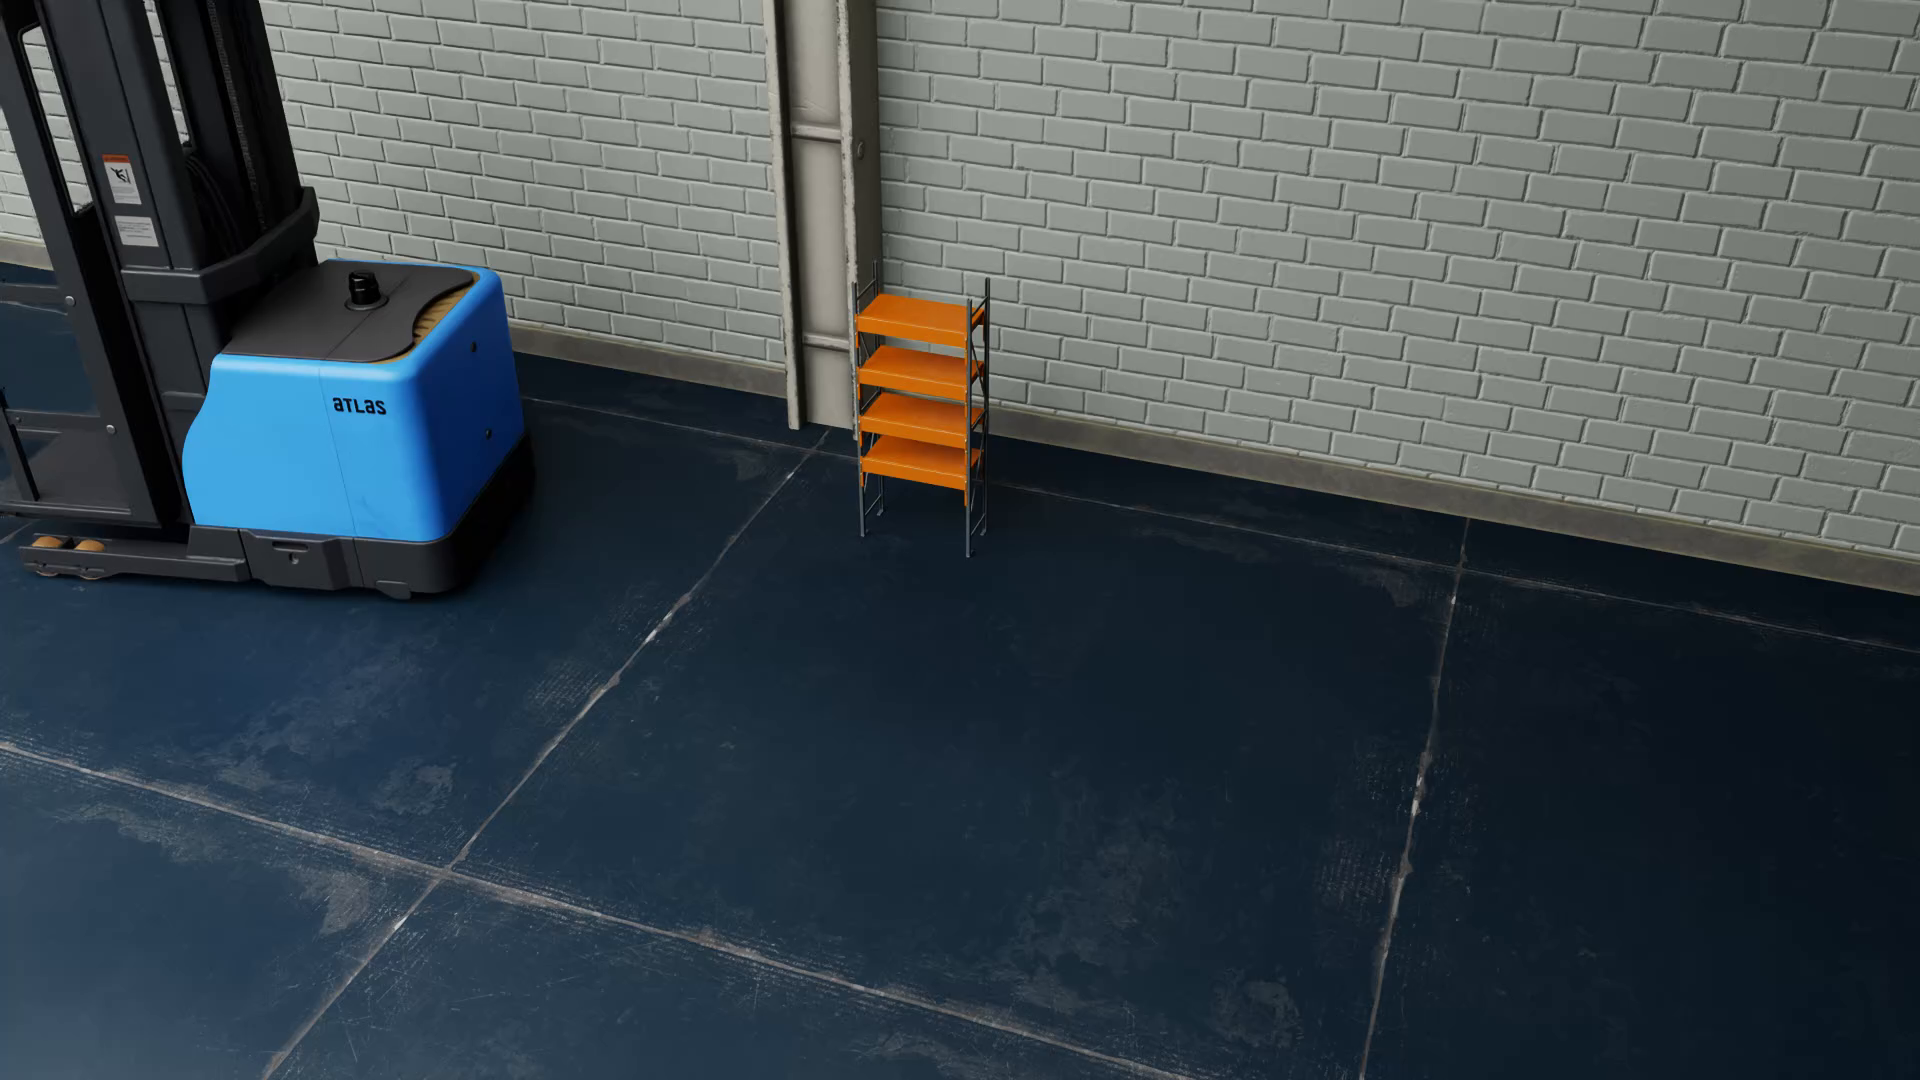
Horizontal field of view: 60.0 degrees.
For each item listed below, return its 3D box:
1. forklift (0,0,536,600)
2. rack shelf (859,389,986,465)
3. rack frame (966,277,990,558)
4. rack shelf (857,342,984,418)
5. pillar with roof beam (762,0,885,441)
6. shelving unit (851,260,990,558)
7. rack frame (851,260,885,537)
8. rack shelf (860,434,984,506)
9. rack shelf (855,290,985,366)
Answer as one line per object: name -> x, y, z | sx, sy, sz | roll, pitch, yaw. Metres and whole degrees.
forklift -> -3.491, -1.342, 6.626 | 3.031, 2.935, 1.130 | 4, 33, 7
rack shelf -> -0.156, -0.478, 7.008 | 0.480, 0.148, 0.258 | 11, 34, 16
rack frame -> 0.074, -0.490, 6.902 | 0.015, 1.200, 0.240 | 11, 34, 16
rack shelf -> -0.156, -0.666, 6.887 | 0.480, 0.148, 0.258 | 11, 34, 16
pillar with roof beam -> -2.049, -2.171, 2.316 | 0.400, 9.000, 9.100 | 11, 34, 16
shelving unit -> -0.156, -0.534, 6.971 | 0.503, 1.200, 0.258 | 11, 34, 16
rack frame -> -0.386, -0.579, 7.041 | 0.015, 1.200, 0.240 | 11, 34, 16
rack shelf -> -0.156, -0.311, 7.116 | 0.480, 0.148, 0.258 | 11, 34, 16
rack shelf -> -0.156, -0.864, 6.758 | 0.480, 0.148, 0.258 | 11, 34, 16
